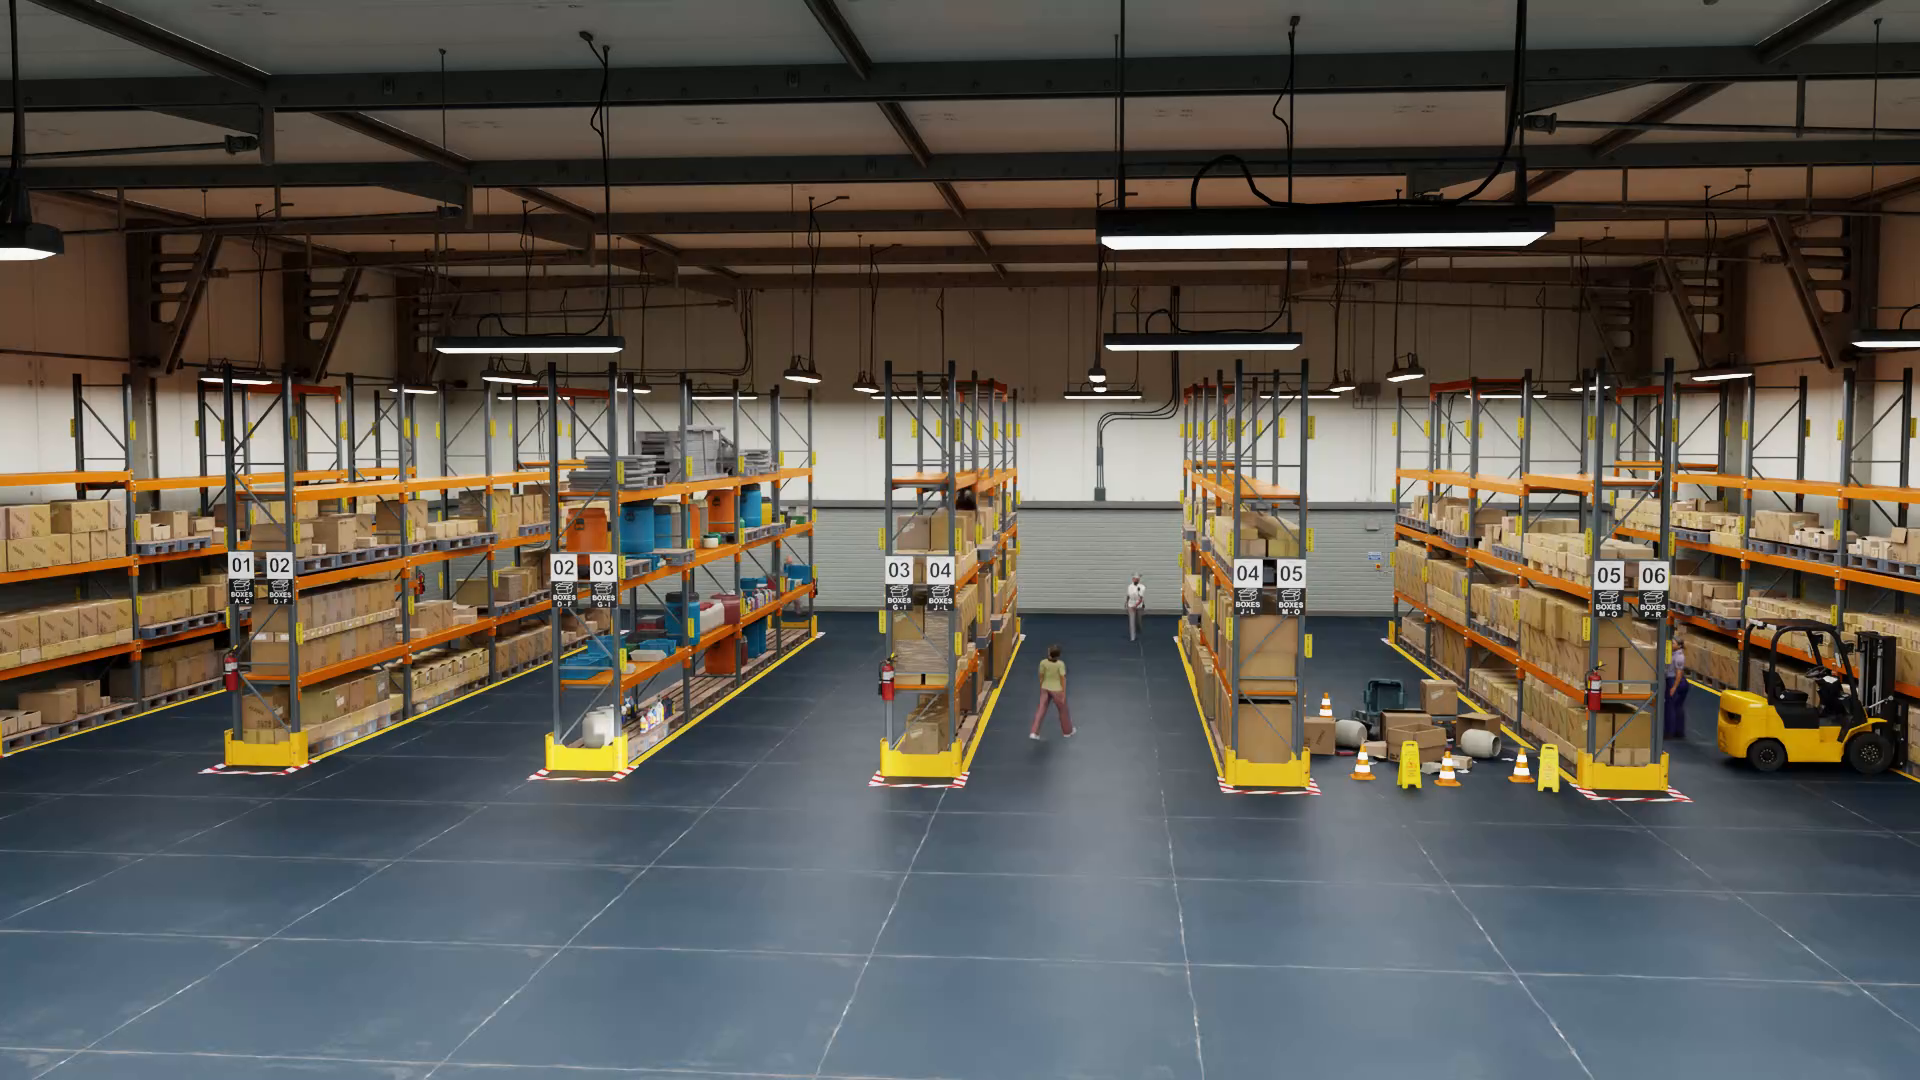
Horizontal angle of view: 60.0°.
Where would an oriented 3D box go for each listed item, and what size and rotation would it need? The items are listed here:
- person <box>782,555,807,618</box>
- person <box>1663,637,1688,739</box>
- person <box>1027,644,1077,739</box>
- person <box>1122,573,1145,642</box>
[{"bbox_3d":[-4.554,1.250,44.557,0.923,1.684,0.612,1,4,21],"label":"person"},{"bbox_3d":[11.662,2.410,27.173,0.387,1.652,0.577,3,5,41],"label":"person"},{"bbox_3d":[1.502,2.446,26.831,1.040,1.583,0.545,-4,5,-45],"label":"person"},{"bbox_3d":[4.117,1.593,39.615,0.591,1.631,0.895,1,4,19],"label":"person"}]
